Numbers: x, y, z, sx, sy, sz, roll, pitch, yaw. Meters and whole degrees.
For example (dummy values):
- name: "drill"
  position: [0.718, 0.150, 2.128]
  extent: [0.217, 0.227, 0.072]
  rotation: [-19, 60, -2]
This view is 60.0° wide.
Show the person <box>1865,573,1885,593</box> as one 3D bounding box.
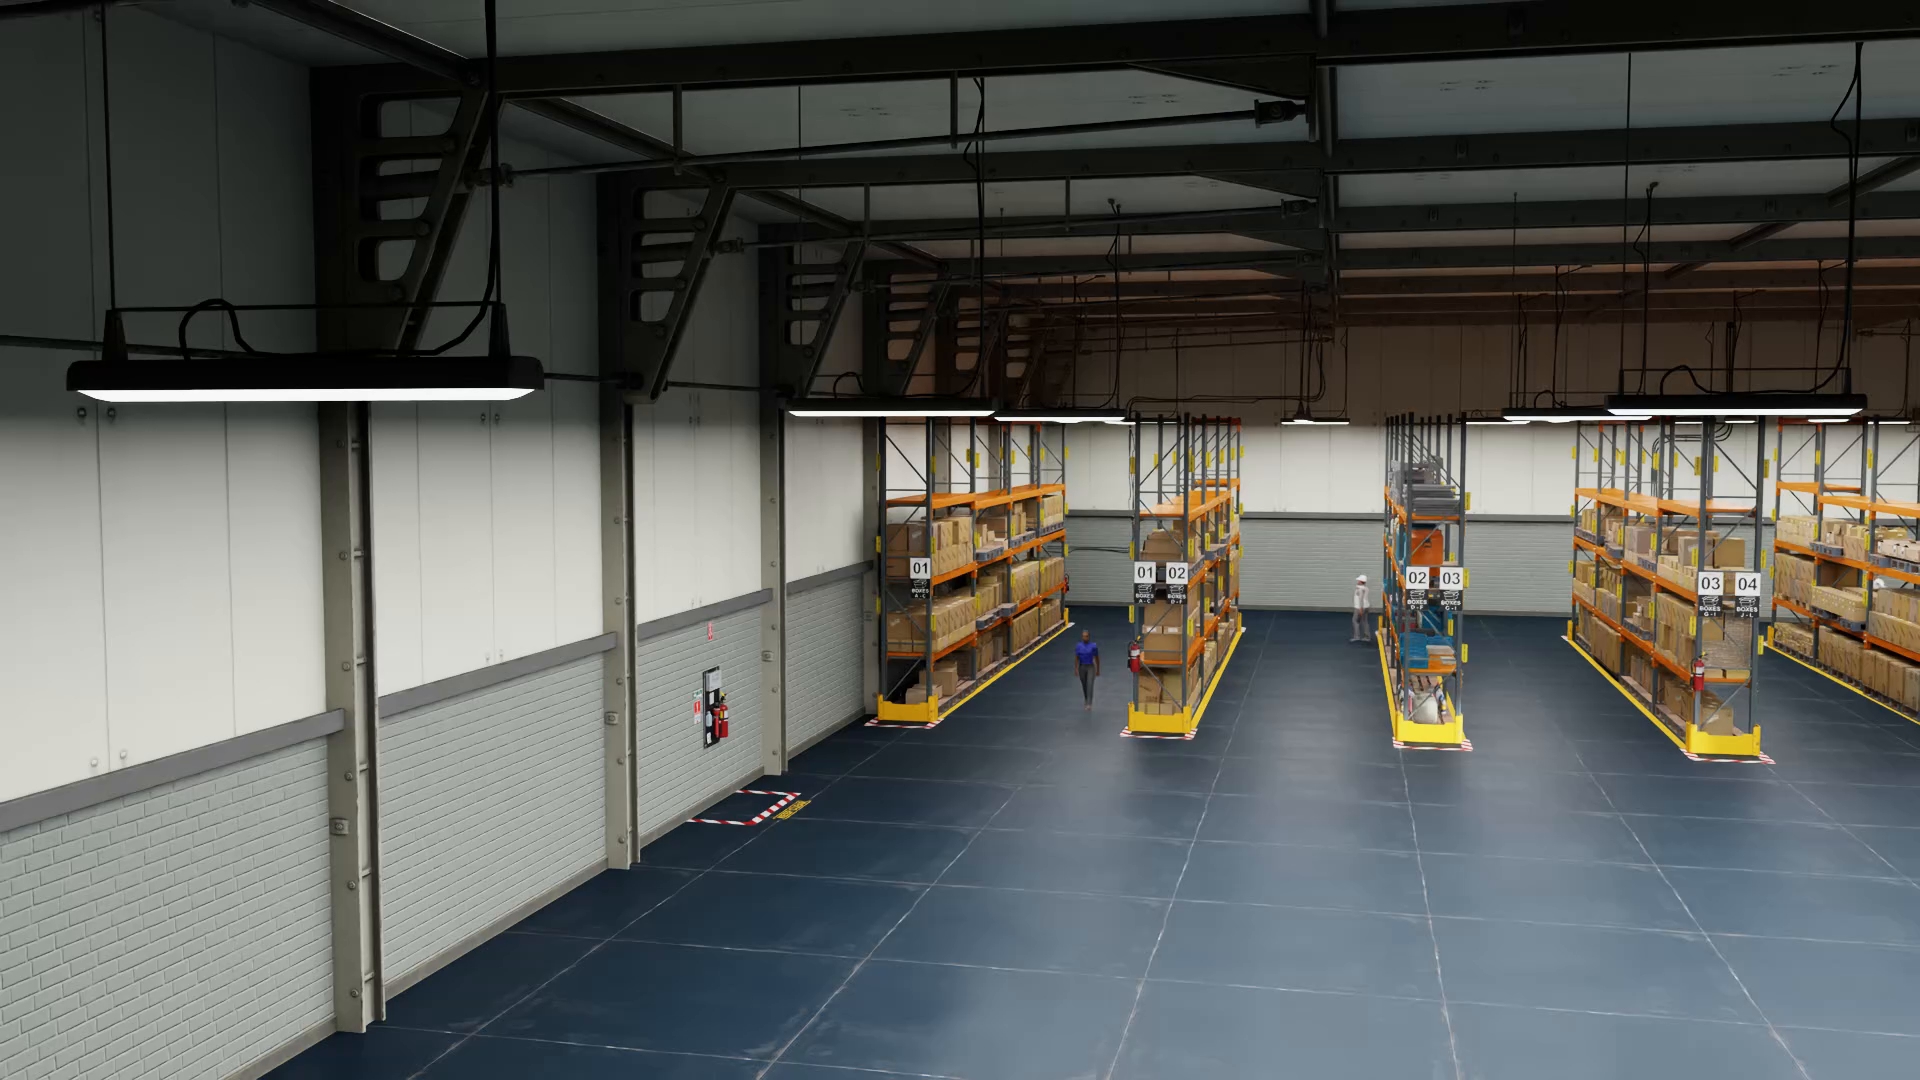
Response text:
- name: "person"
  position: [25.694, 1.680, 46.690]
  extent: [0.773, 1.730, 0.547]
  rotation: [-2, 4, -26]

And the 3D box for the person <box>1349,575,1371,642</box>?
- name: "person"
  position: [10.747, 1.841, 44.505]
  extent: [0.599, 1.805, 0.572]
  rotation: [3, 5, 39]

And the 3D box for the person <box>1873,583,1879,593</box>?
- name: "person"
  position: [23.213, 1.994, 42.244]
  extent: [0.609, 1.787, 0.396]
  rotation: [-1, 4, -10]

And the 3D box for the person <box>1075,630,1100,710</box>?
- name: "person"
  position: [2.544, 2.622, 33.598]
  extent: [0.466, 1.610, 0.986]
  rotation: [2, 4, 22]
